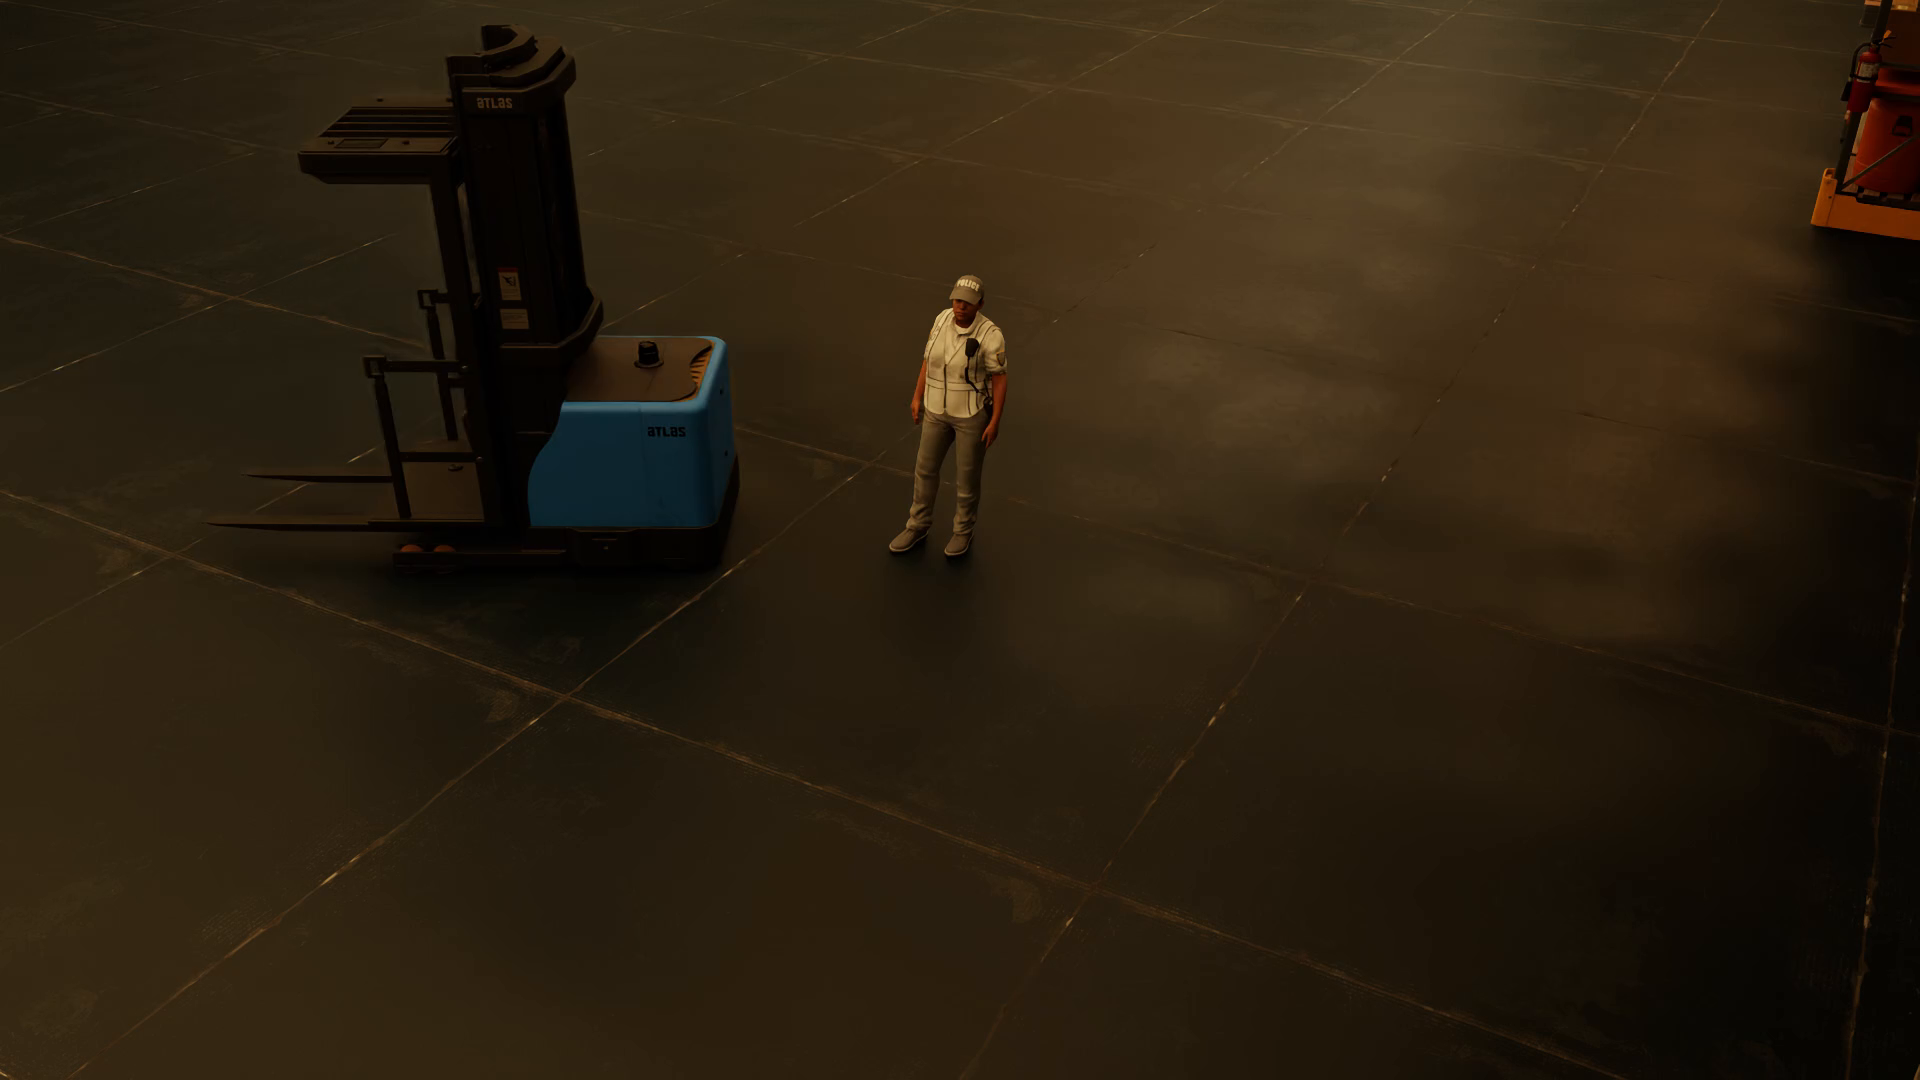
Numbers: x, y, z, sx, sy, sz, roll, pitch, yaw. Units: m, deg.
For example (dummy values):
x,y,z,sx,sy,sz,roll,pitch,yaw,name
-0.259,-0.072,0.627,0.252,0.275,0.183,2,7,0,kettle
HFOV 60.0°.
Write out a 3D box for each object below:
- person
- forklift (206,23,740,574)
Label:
x,y,z,sx,sy,sz,roll,pitch,yaw,name
-0.057,-0.700,9.534,0.598,1.670,0.529,15,33,25,person
-2.901,-1.336,9.385,3.031,2.935,1.130,0,30,1,forklift
